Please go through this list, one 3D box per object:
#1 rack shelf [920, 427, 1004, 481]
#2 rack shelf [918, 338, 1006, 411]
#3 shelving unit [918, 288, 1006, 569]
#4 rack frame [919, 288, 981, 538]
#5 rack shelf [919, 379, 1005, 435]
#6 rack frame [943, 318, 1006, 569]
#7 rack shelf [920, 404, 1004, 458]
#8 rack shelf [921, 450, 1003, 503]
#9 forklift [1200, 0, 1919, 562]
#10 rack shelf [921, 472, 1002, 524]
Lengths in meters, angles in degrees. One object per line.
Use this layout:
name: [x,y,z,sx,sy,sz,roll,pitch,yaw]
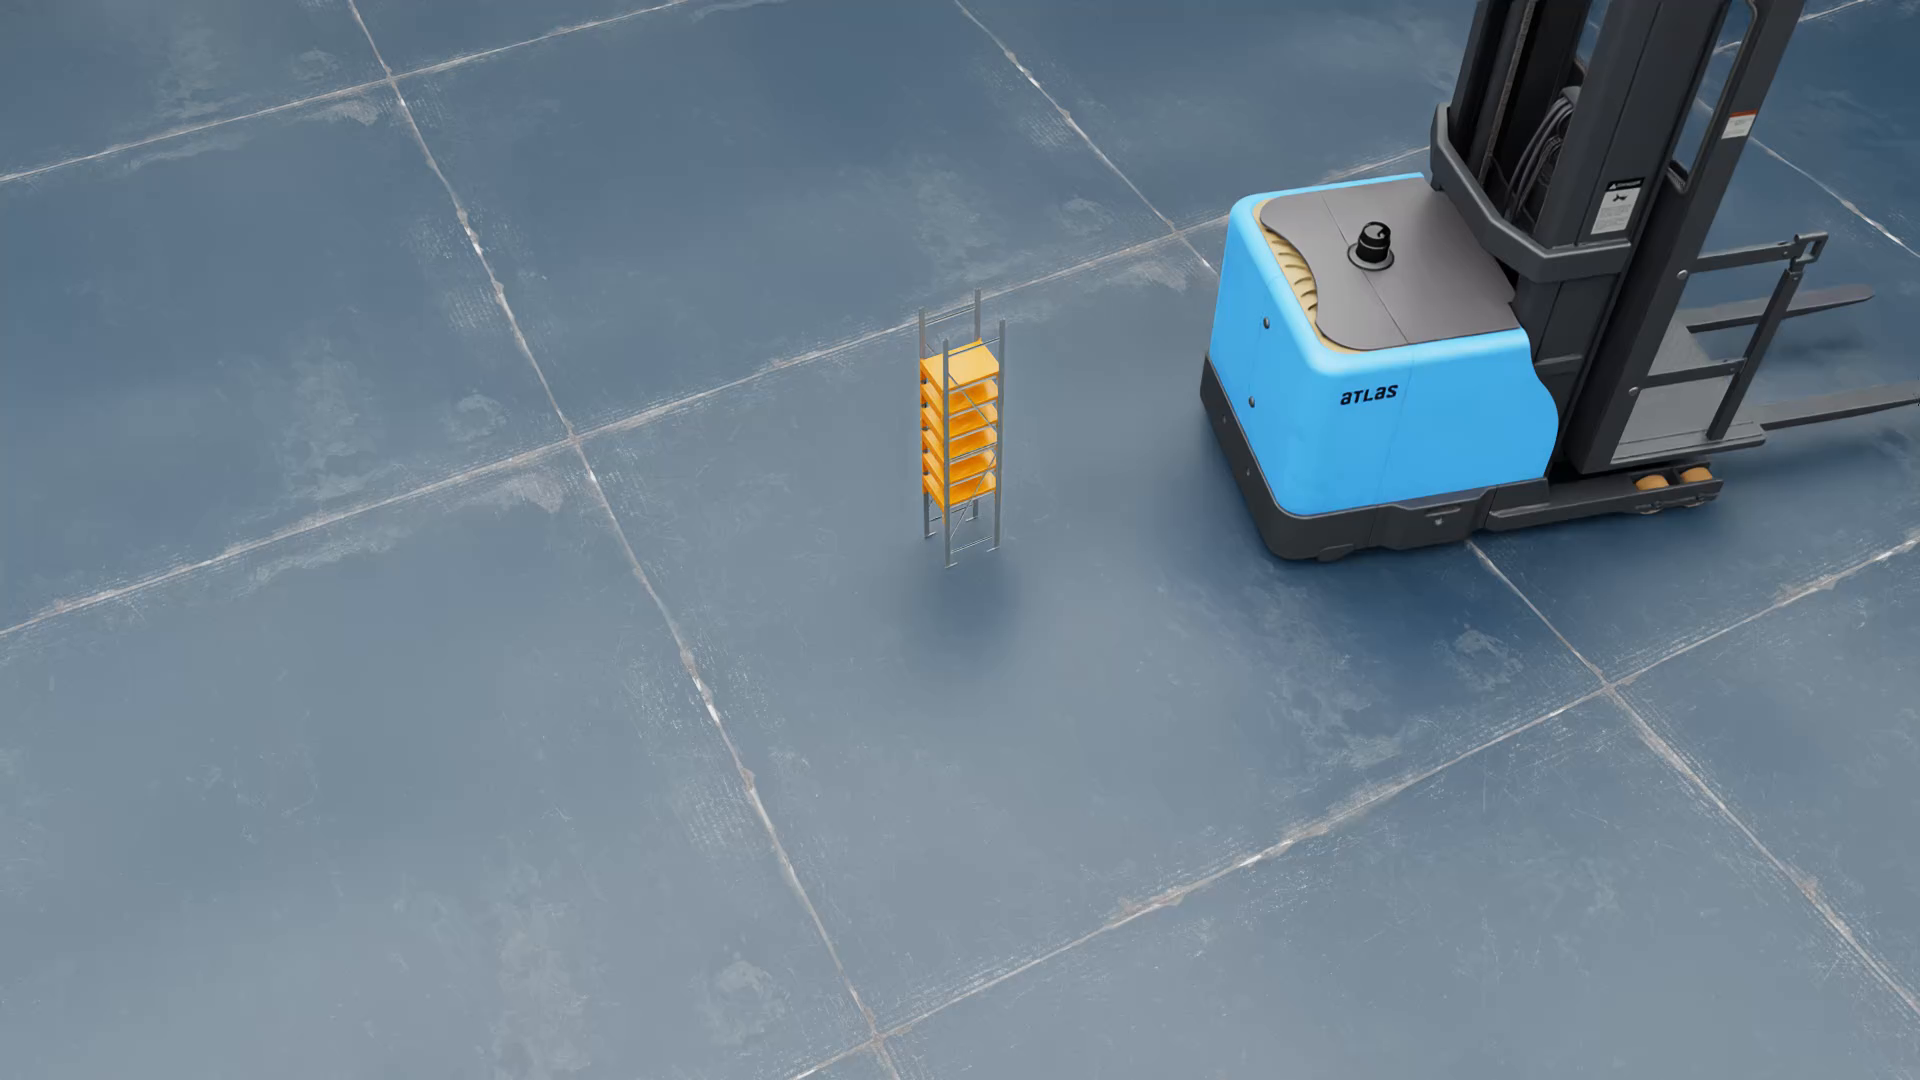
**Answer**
rack shelf: [0.007,-0.356,6.216,0.258,0.103,0.180,-21,52,-18]
rack shelf: [0.007,-0.593,5.945,0.258,0.103,0.180,-21,52,-18]
shelving unit: [0.007,-0.385,6.183,0.258,1.200,0.189,-21,52,-18]
rack frame: [-0.035,-0.447,6.236,0.240,1.200,0.006,-21,52,-18]
rack shelf: [0.007,-0.514,6.035,0.258,0.103,0.180,-21,52,-18]
rack frame: [0.049,-0.324,6.129,0.240,1.200,0.006,-21,52,-18]
rack shelf: [0.007,-0.435,6.126,0.258,0.103,0.180,-21,52,-18]
rack shelf: [0.007,-0.277,6.306,0.258,0.103,0.180,-21,52,-18]
forklift: [2.593,-1.452,5.965,3.031,2.935,1.130,-9,49,-8]
rack shelf: [0.007,-0.198,6.397,0.258,0.103,0.180,-21,52,-18]
